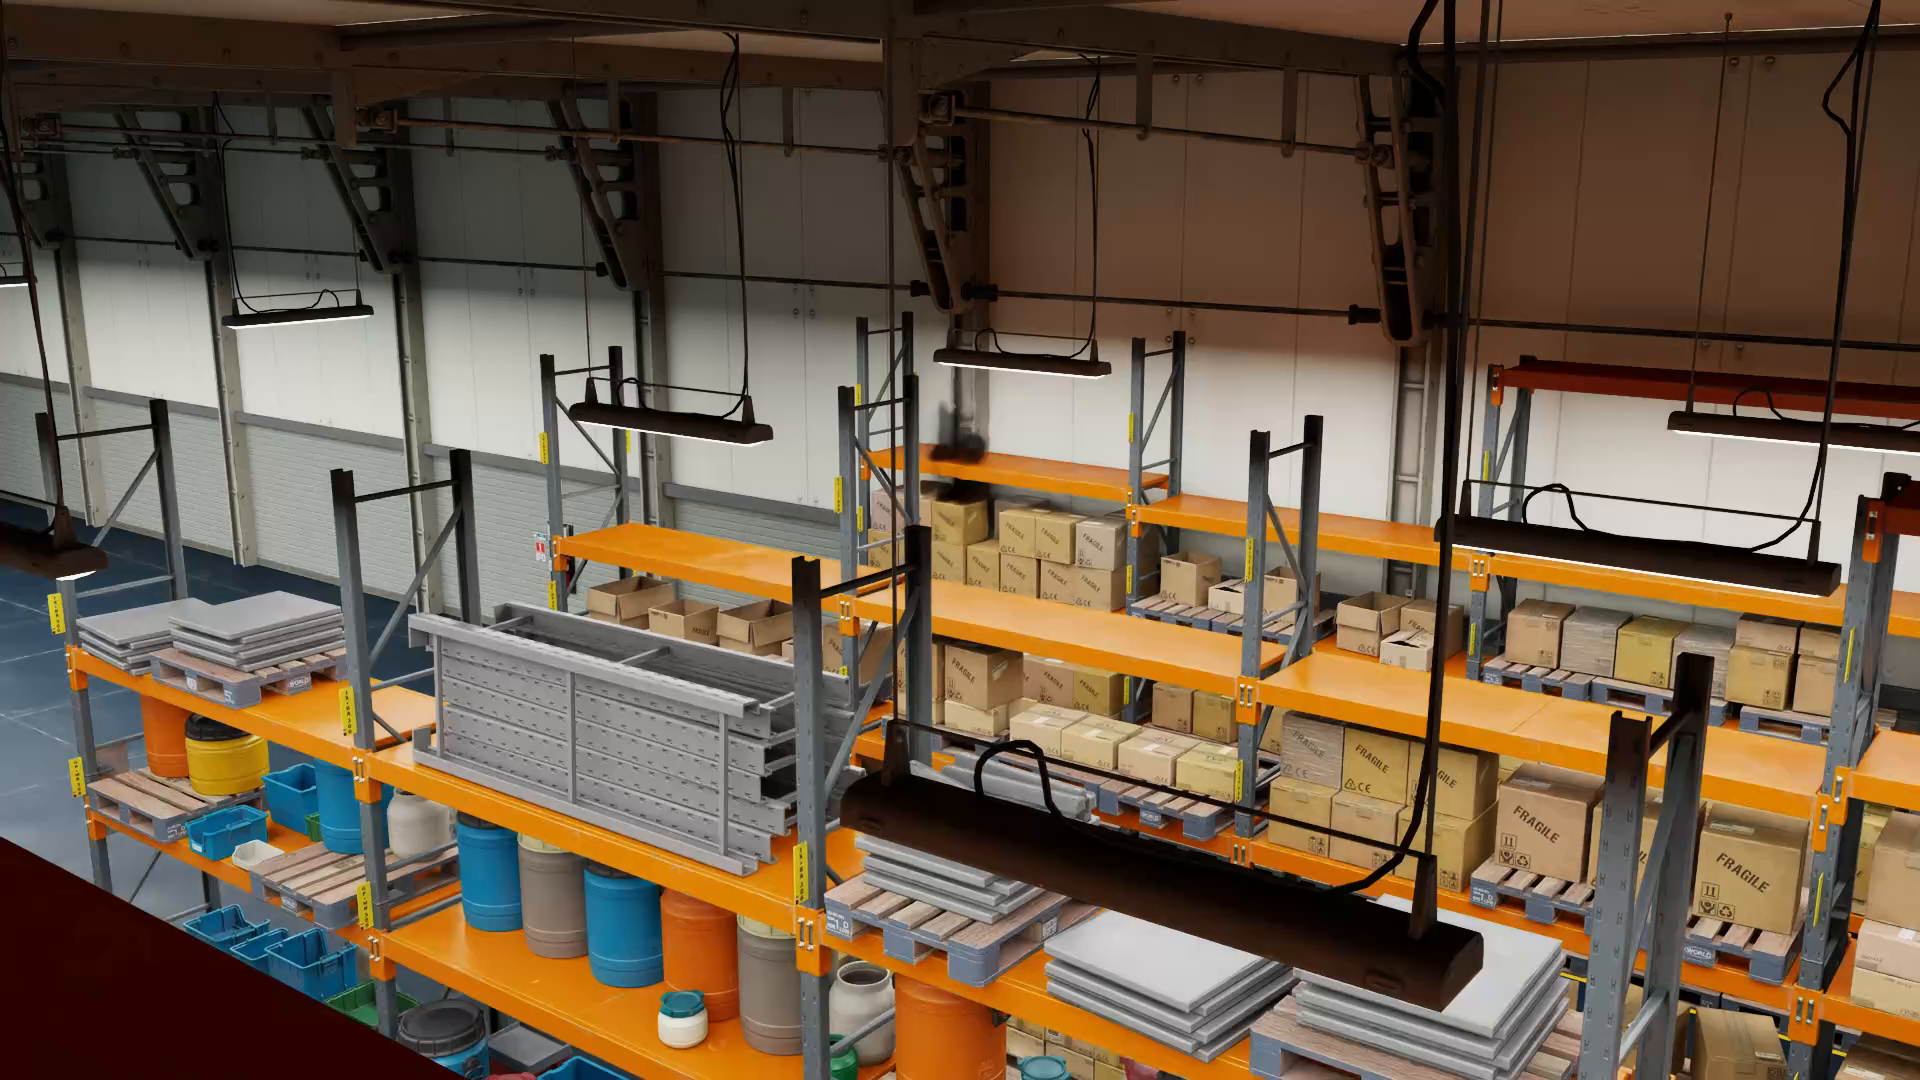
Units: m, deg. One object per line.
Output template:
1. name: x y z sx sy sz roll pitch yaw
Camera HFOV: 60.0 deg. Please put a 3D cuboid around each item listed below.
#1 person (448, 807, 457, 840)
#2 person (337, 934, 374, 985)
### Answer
1. person: -5.721 2.876 18.998 0.802 1.788 0.703 -9 16 -35
2. person: -5.455 3.753 15.321 0.724 1.748 0.596 6 14 23
